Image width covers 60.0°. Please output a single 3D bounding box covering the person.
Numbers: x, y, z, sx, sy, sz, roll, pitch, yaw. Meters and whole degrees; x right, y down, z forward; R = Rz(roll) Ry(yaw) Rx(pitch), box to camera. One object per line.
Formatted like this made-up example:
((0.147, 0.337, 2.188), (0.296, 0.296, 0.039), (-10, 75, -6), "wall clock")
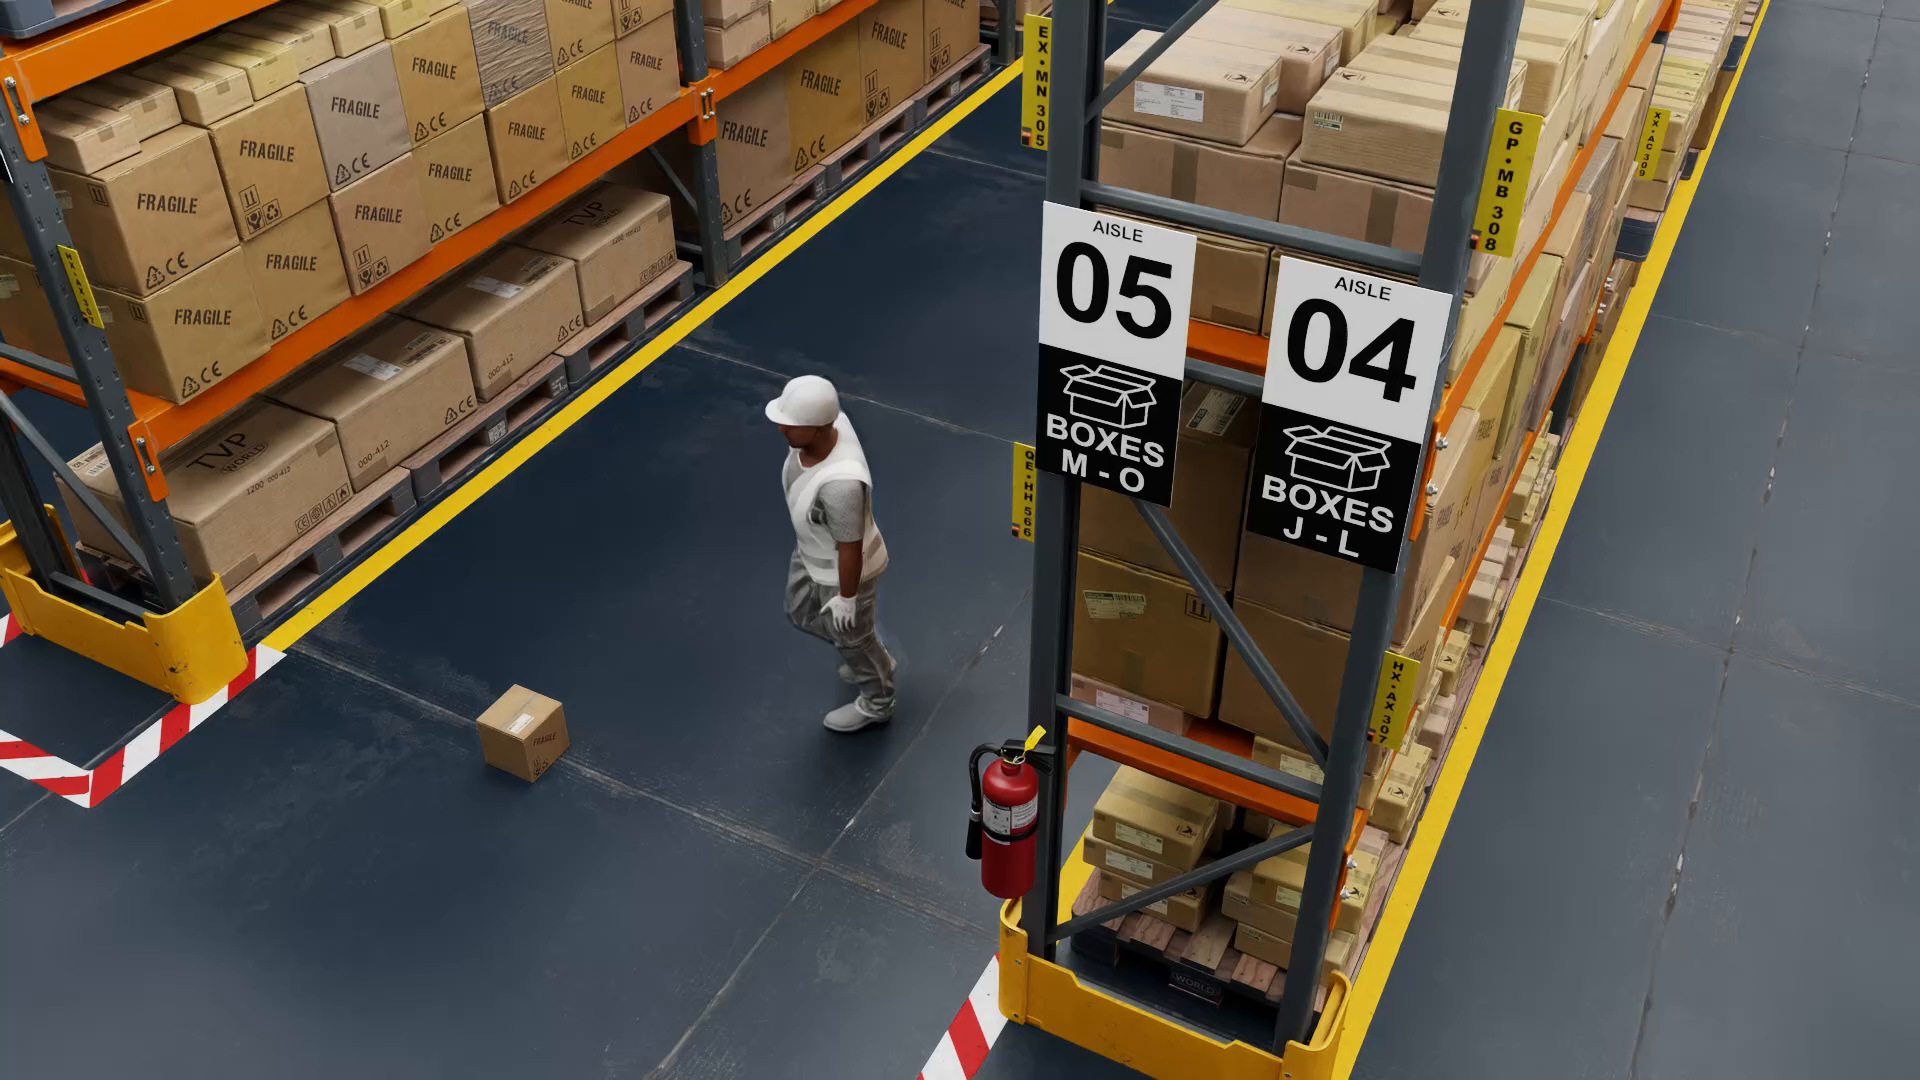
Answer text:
((-0.479, 0.076, 6.608), (0.506, 1.771, 0.592), (-13, 39, -16), "person")
